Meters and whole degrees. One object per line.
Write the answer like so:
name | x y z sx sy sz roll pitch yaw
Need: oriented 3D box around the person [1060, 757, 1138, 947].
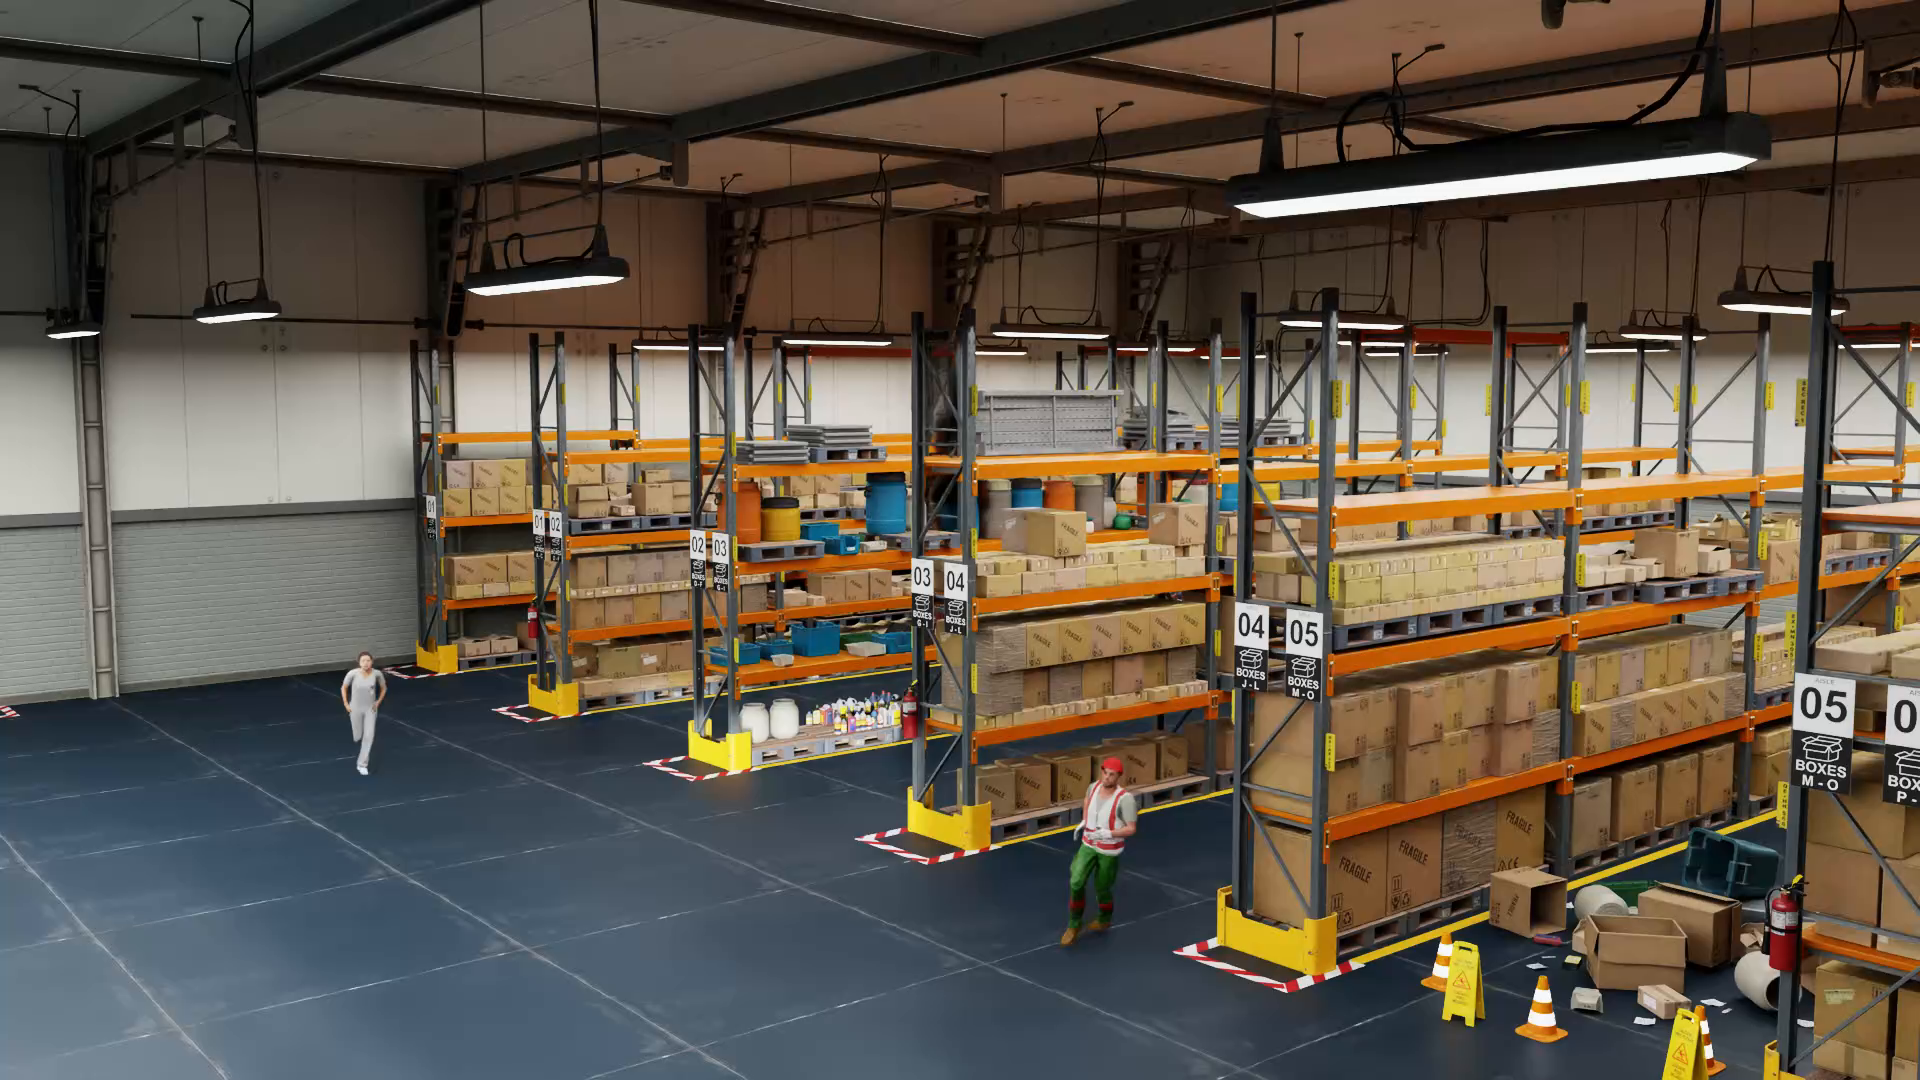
person | 1.334 2.862 15.399 0.691 1.761 0.701 3 6 31

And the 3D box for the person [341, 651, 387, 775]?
person | -8.046 2.302 22.487 0.576 1.644 0.806 -2 6 -19
